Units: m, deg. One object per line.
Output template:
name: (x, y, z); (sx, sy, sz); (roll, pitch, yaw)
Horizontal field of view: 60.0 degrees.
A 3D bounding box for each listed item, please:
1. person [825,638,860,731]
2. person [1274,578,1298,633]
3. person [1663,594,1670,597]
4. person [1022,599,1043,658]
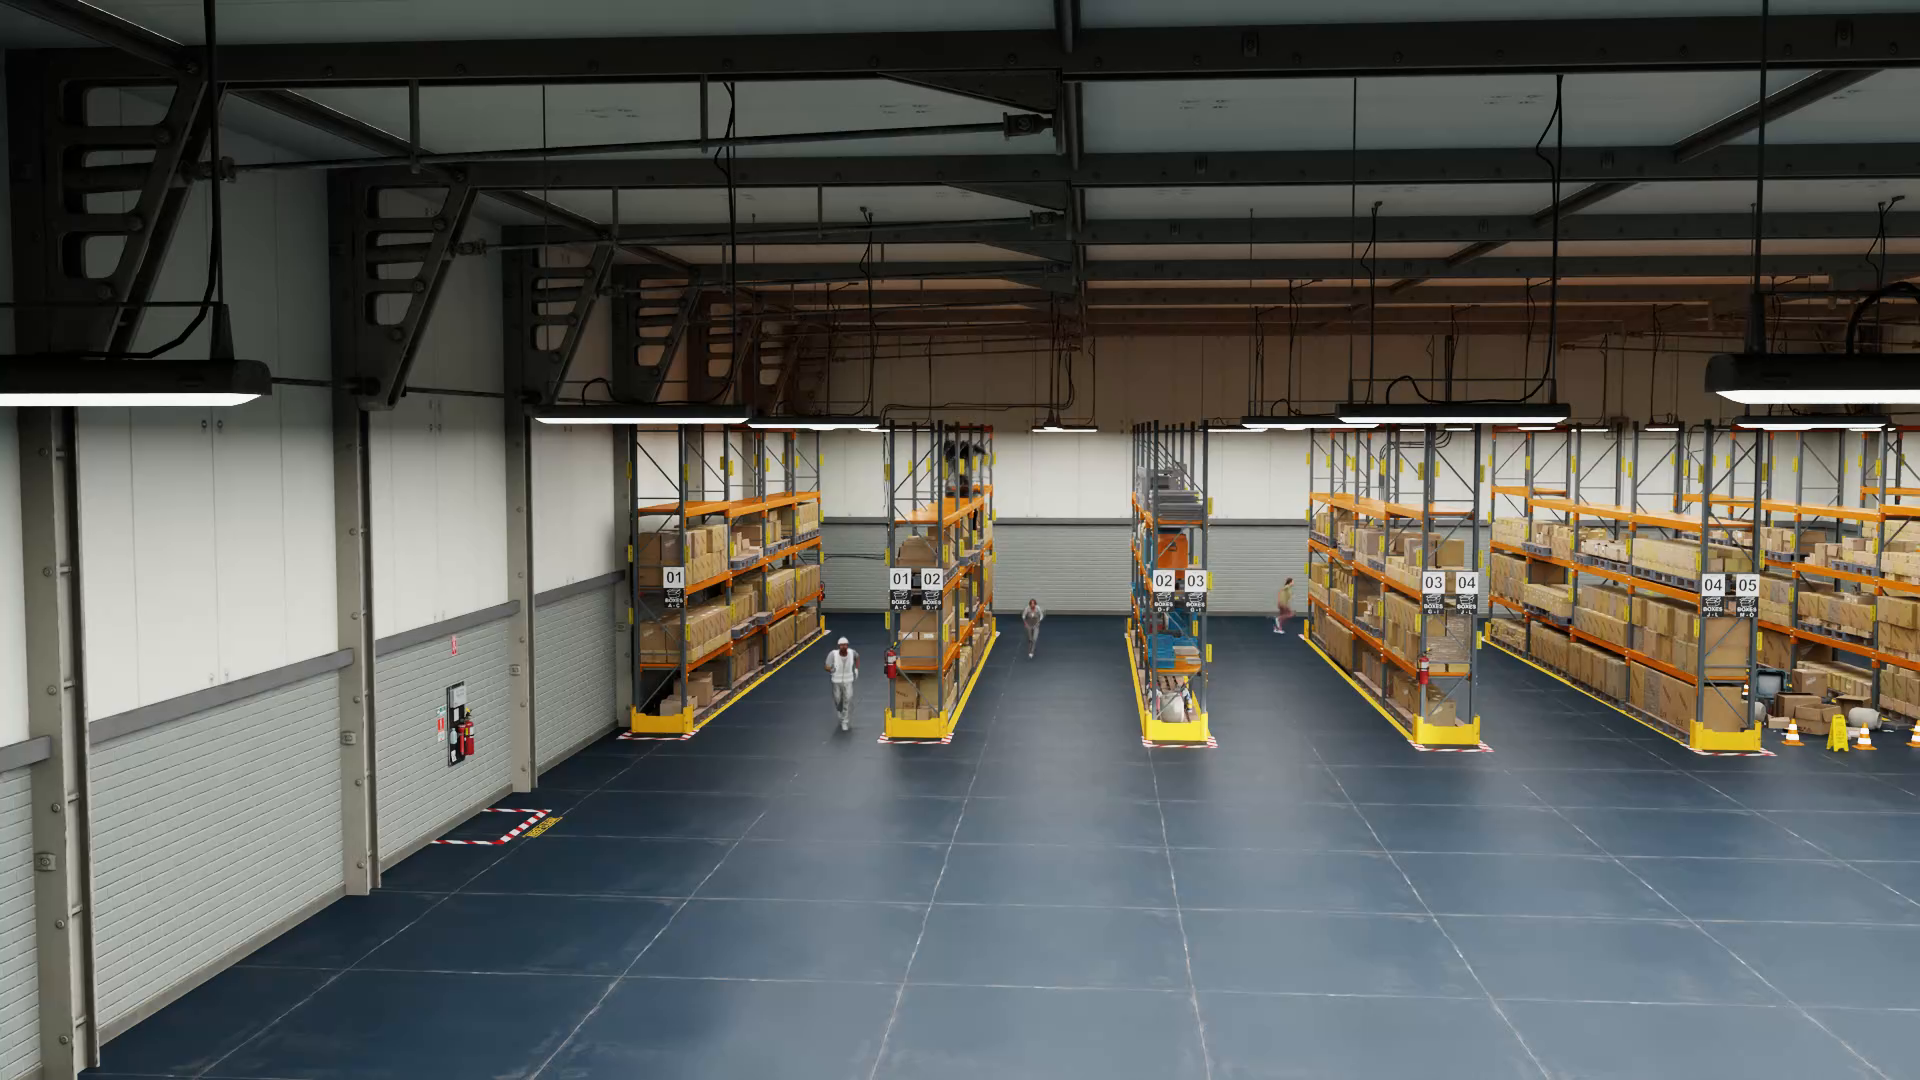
person: (-2.302, 2.790, 32.578); (0.694, 1.796, 1.029); (0, 4, -8)
person: (9.425, 1.889, 48.105); (0.682, 1.594, 0.568); (0, 4, 2)
person: (20.097, 1.882, 47.179); (0.926, 1.693, 0.723); (1, 4, 18)
person: (1.872, 2.271, 42.839); (0.532, 1.537, 0.659); (0, 4, -1)
